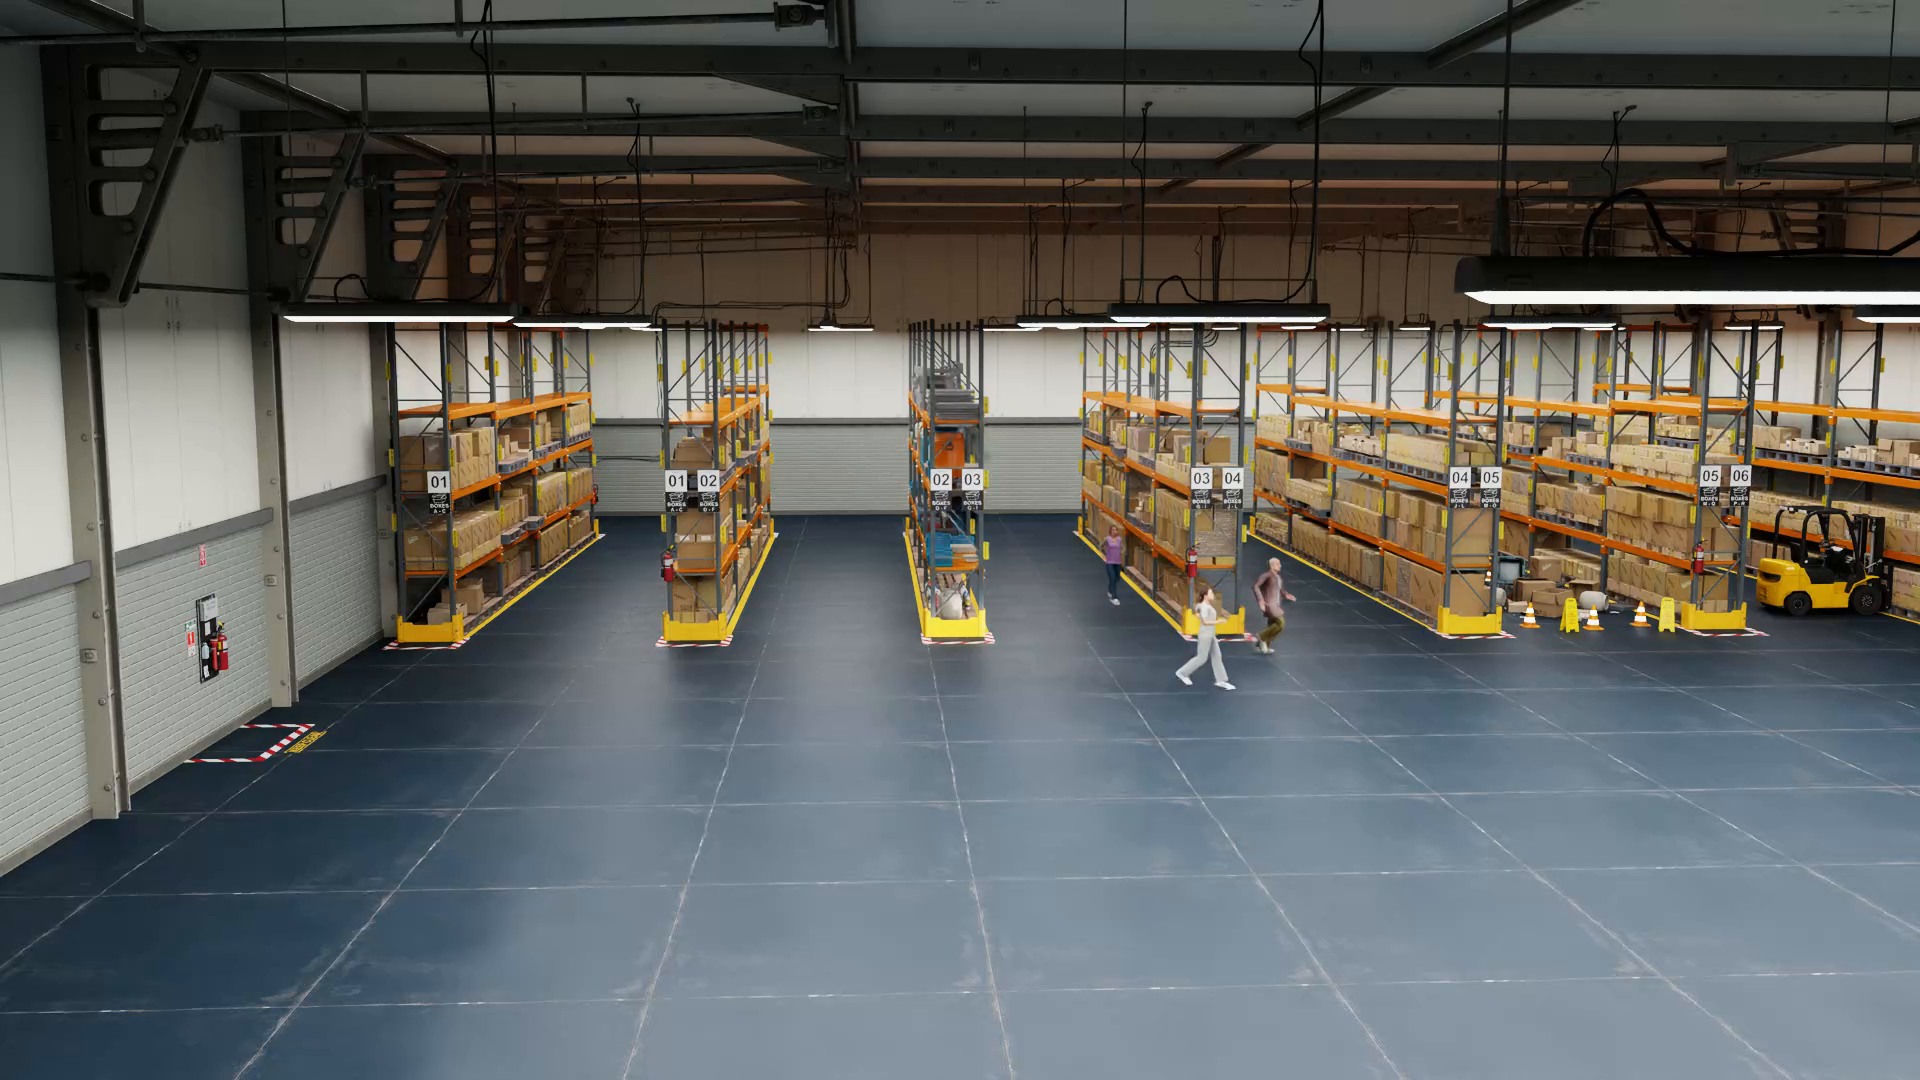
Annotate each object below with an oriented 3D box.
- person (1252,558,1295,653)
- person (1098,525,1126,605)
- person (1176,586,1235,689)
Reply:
[{"bbox_3d":[5.620,1.184,29.765,0.739,1.732,0.691,5,9,35],"label":"person"},{"bbox_3d":[3.100,0.494,33.644,0.545,1.569,0.799,-2,7,-15],"label":"person"},{"bbox_3d":[3.962,1.570,26.773,0.951,1.673,0.565,2,7,16],"label":"person"}]
